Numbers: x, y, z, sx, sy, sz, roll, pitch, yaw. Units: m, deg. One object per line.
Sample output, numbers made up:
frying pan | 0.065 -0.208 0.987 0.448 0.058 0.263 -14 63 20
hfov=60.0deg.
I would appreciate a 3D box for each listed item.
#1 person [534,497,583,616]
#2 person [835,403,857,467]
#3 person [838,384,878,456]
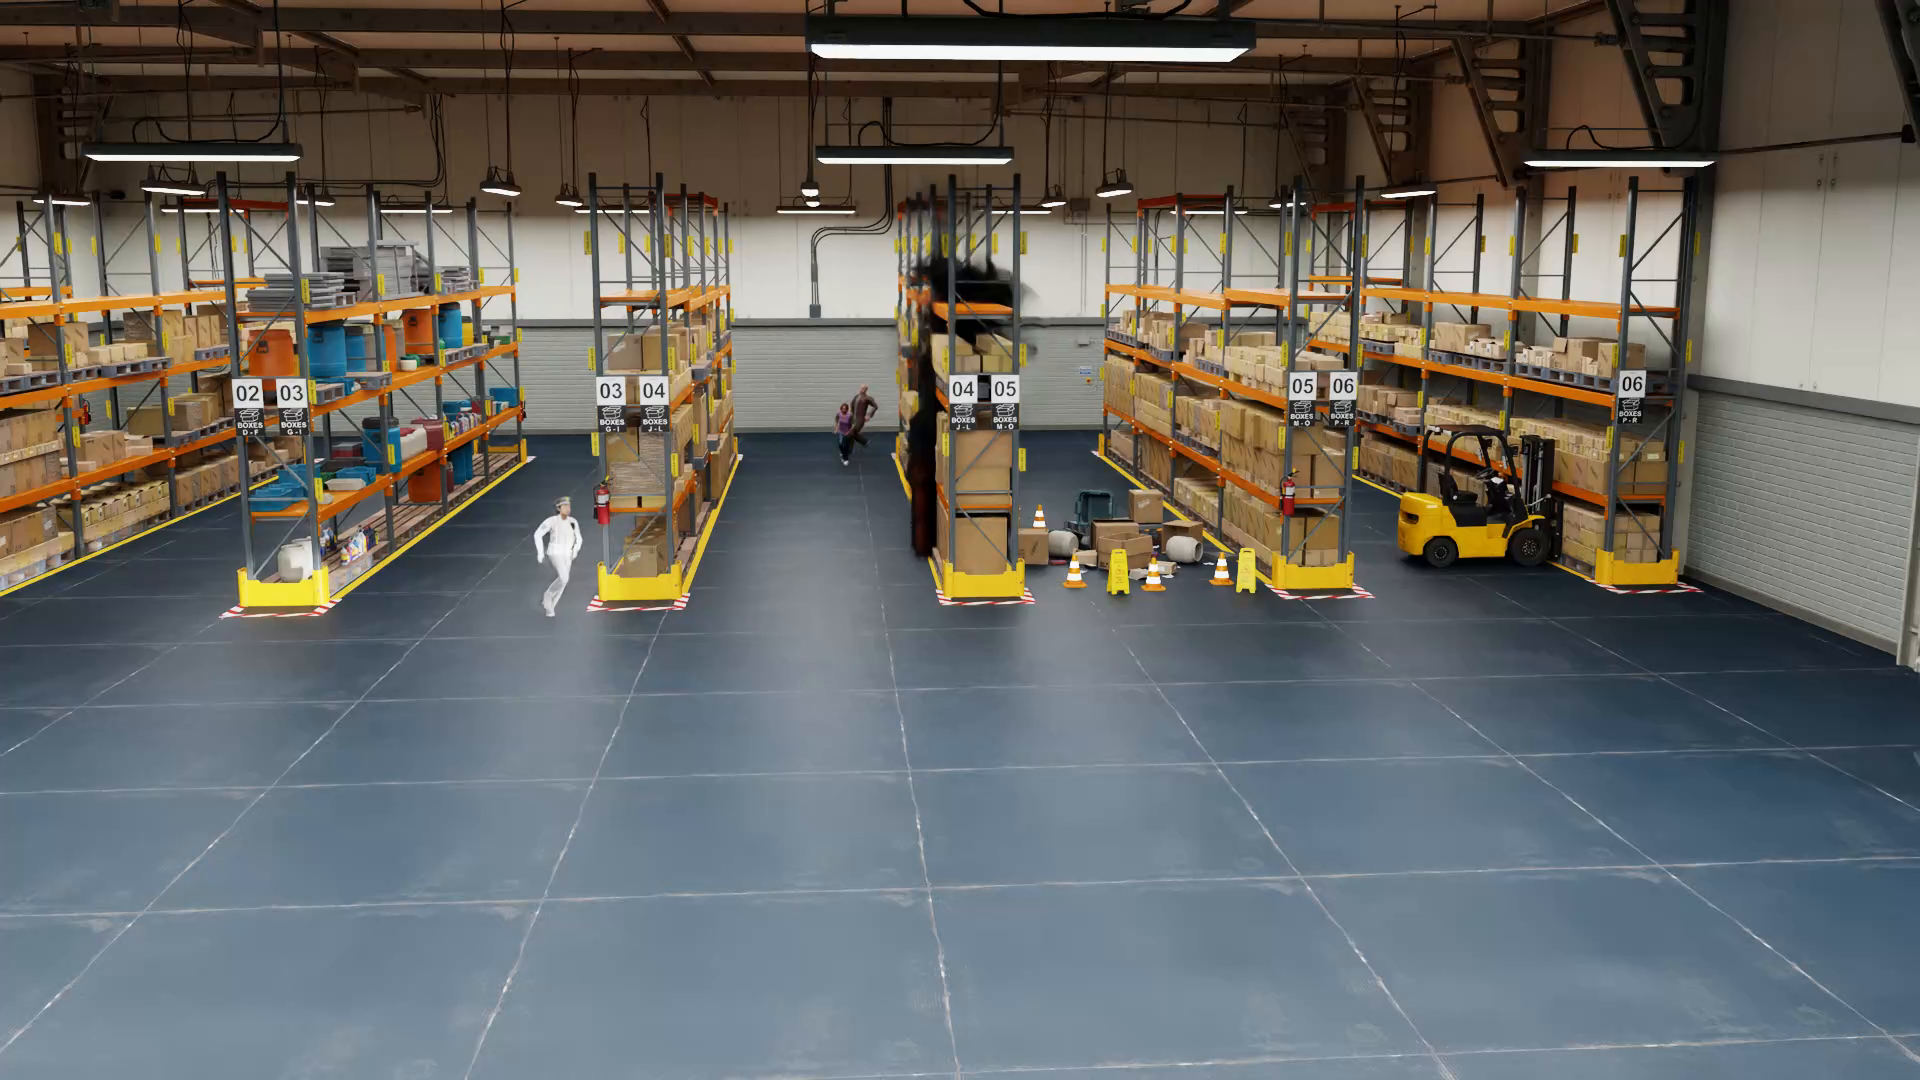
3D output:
person | -5.423 0.222 22.747 0.627 1.621 0.547 -9 13 -40
person | -2.620 -2.468 38.494 0.528 1.476 0.894 1 10 7
person | -2.450 -2.893 40.070 0.944 1.724 0.773 -8 13 -37
